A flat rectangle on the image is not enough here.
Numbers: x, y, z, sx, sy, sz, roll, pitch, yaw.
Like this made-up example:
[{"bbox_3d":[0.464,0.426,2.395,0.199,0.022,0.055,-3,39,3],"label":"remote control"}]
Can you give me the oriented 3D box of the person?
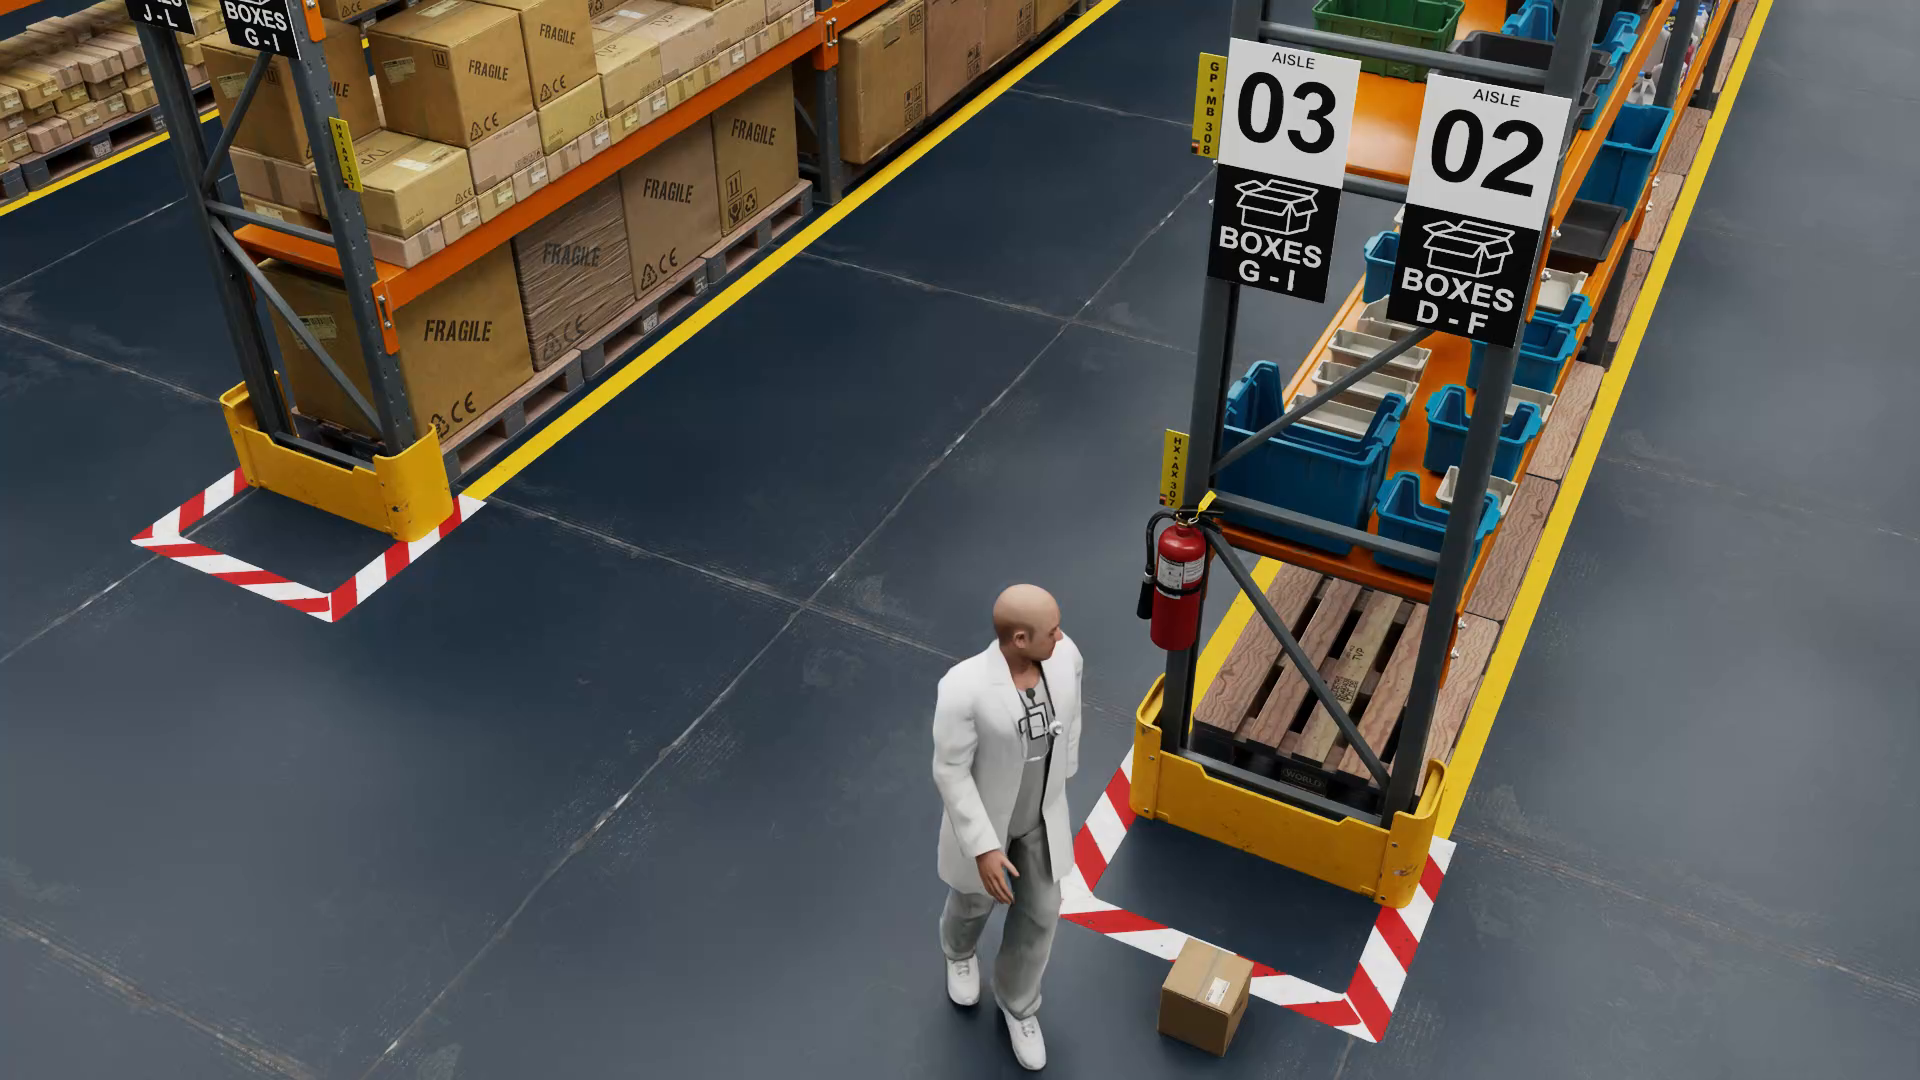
[{"bbox_3d":[0.211,0.941,5.520,0.605,1.781,0.675,-17,41,-21],"label":"person"}]
